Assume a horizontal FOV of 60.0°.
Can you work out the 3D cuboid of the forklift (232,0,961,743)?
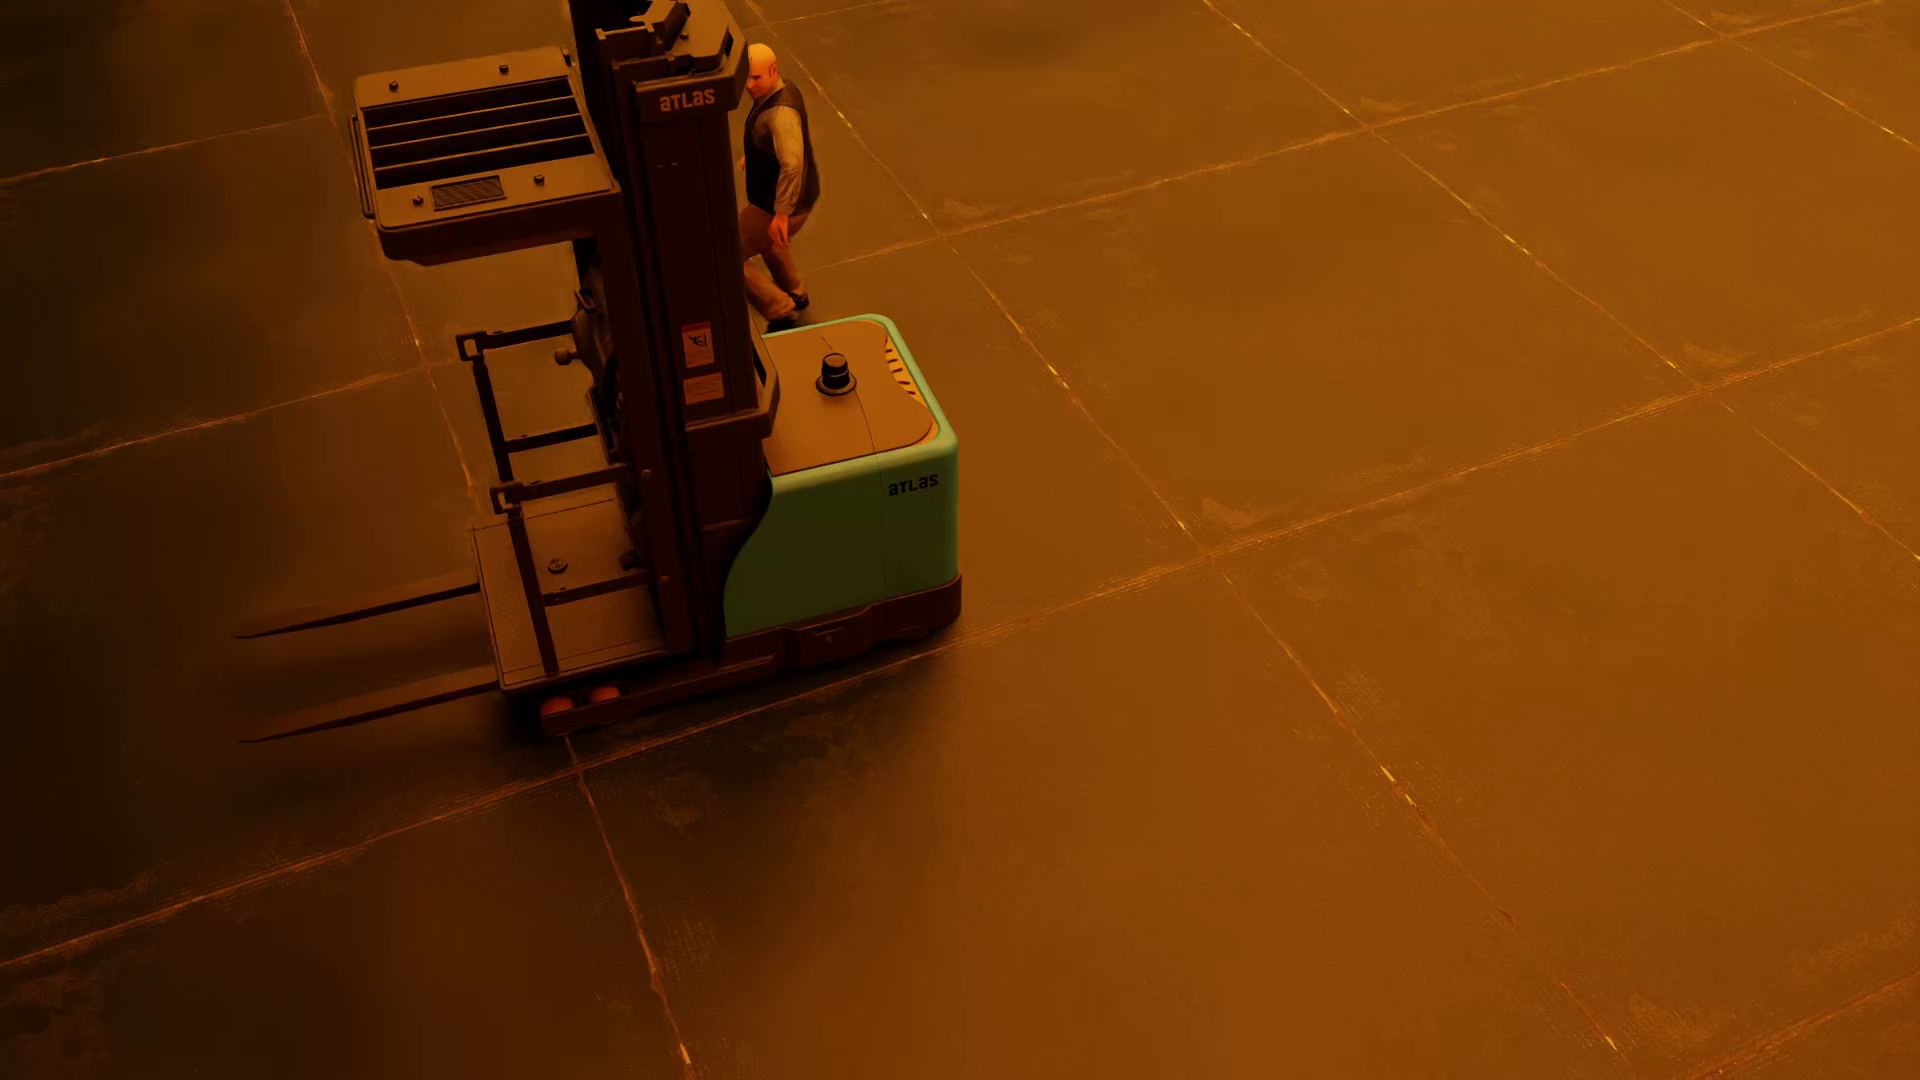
[{"bbox_3d":[-1.568,-0.661,6.388,3.031,2.935,1.130,-14,45,-14],"label":"forklift"}]

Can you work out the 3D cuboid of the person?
[{"bbox_3d":[-0.985,-1.774,8.573,0.551,1.614,0.853,8,44,8],"label":"person"}]
